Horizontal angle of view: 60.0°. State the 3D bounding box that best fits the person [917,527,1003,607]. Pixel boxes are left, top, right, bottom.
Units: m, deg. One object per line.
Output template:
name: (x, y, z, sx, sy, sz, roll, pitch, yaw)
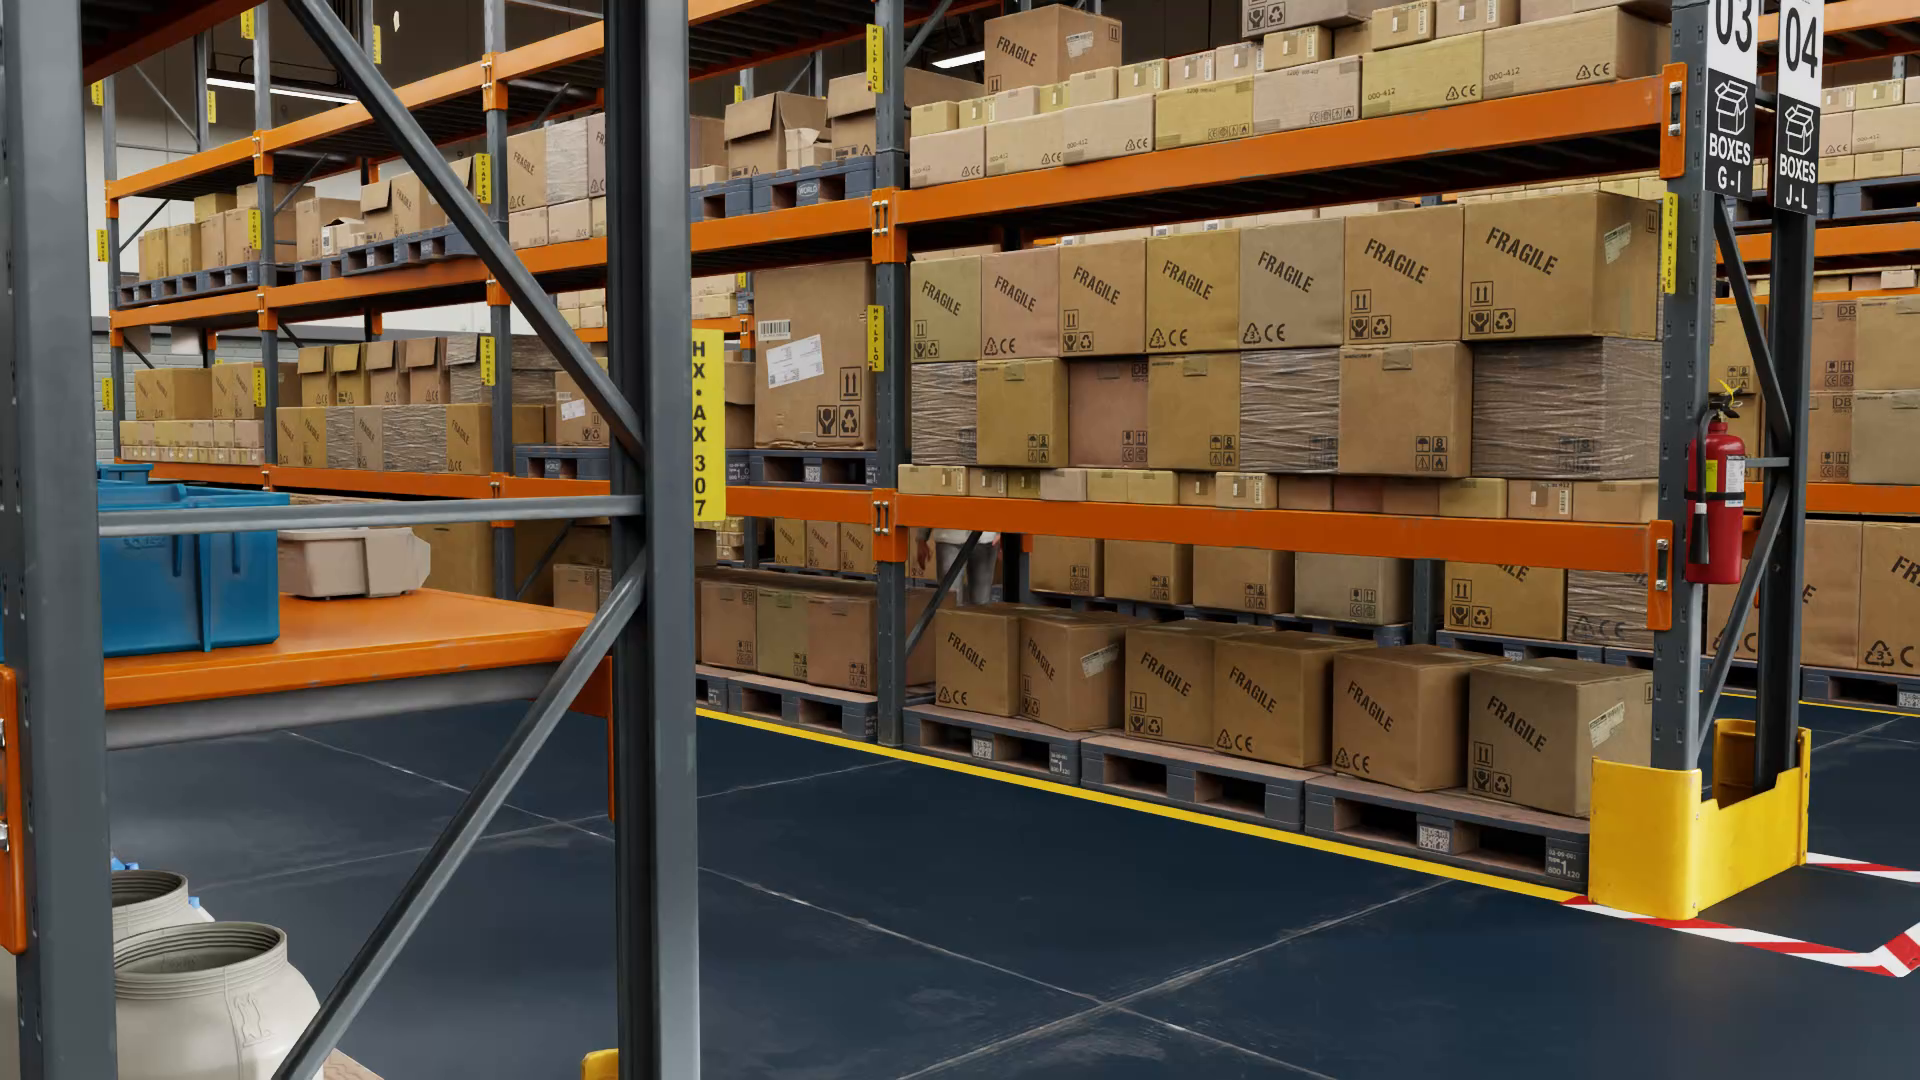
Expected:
person: (0.036, 0.015, 10.950, 0.615, 1.743, 0.885, 0, 4, -4)
